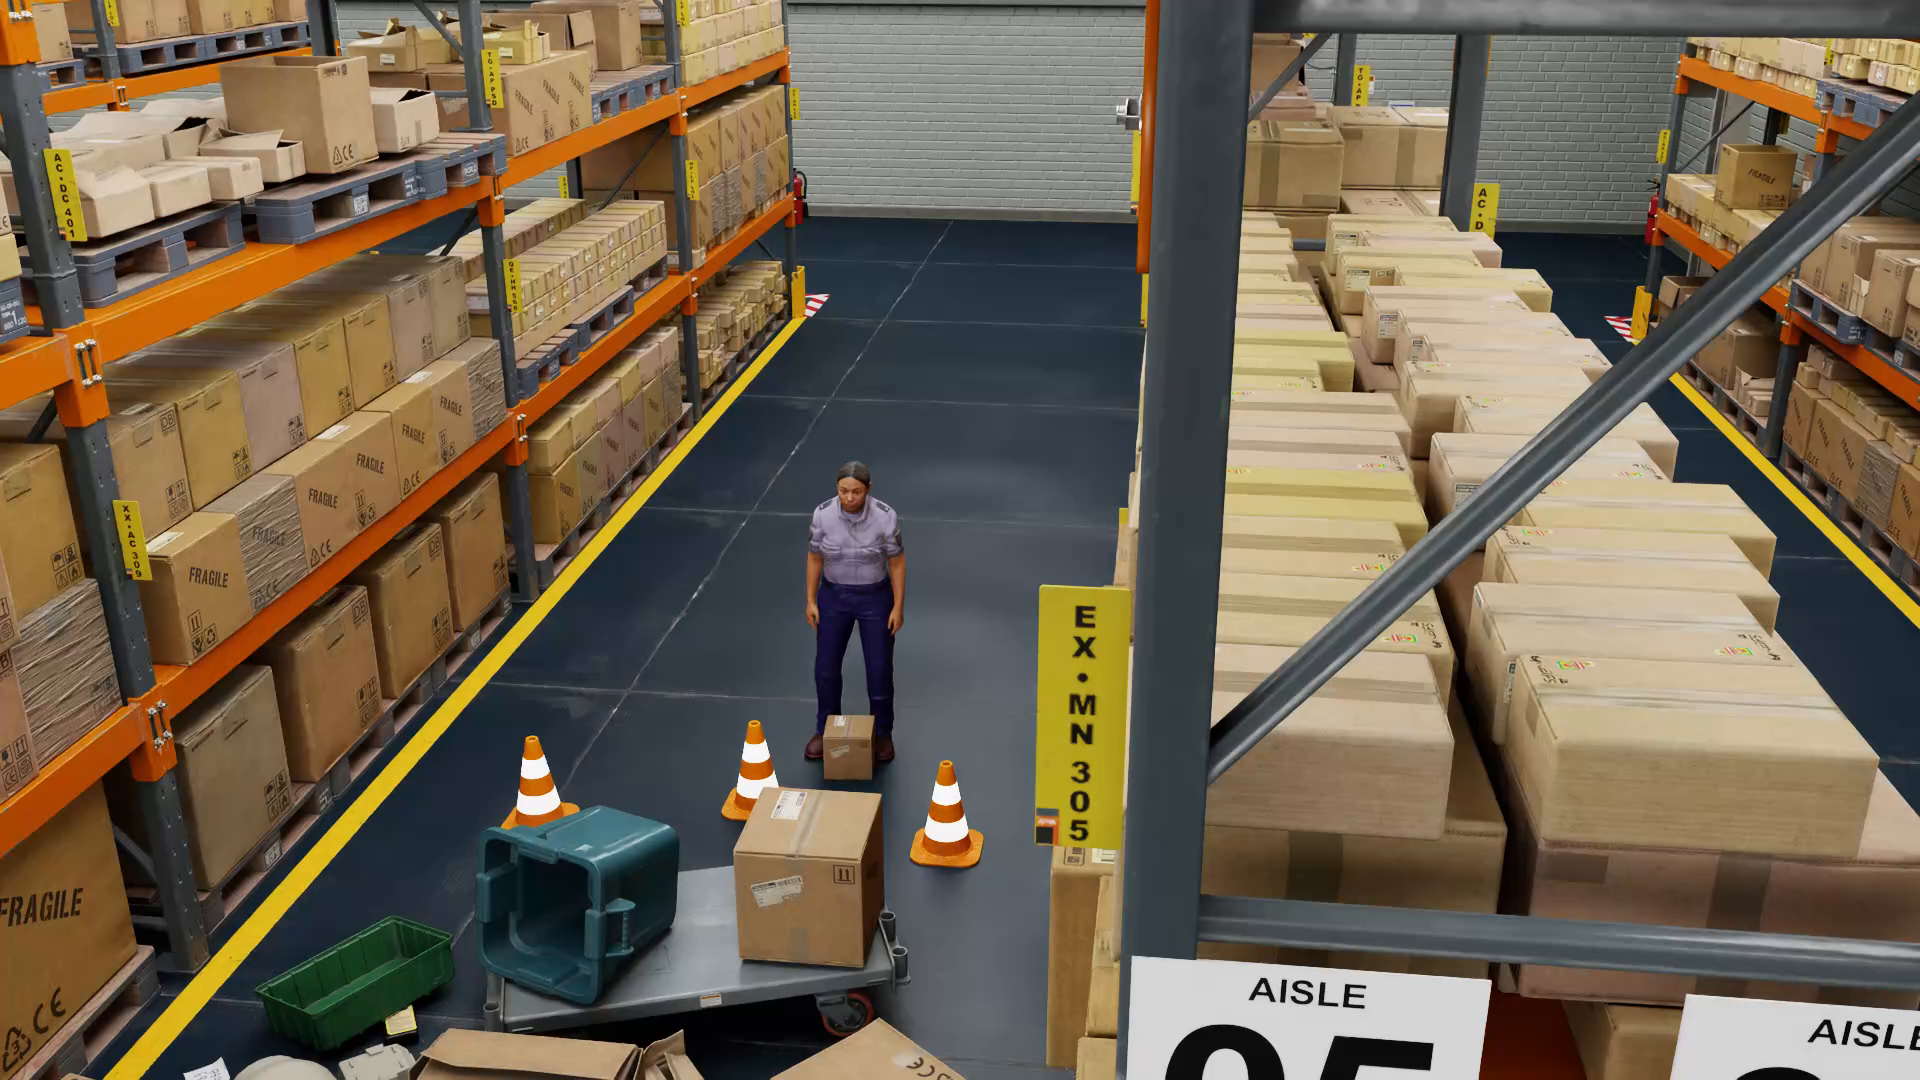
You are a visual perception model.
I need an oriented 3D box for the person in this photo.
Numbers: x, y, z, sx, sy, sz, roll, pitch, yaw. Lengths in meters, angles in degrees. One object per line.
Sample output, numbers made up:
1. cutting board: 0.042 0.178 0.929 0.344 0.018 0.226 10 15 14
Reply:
1. person: -0.552 0.349 8.698 0.541 1.652 0.368 2 21 6
